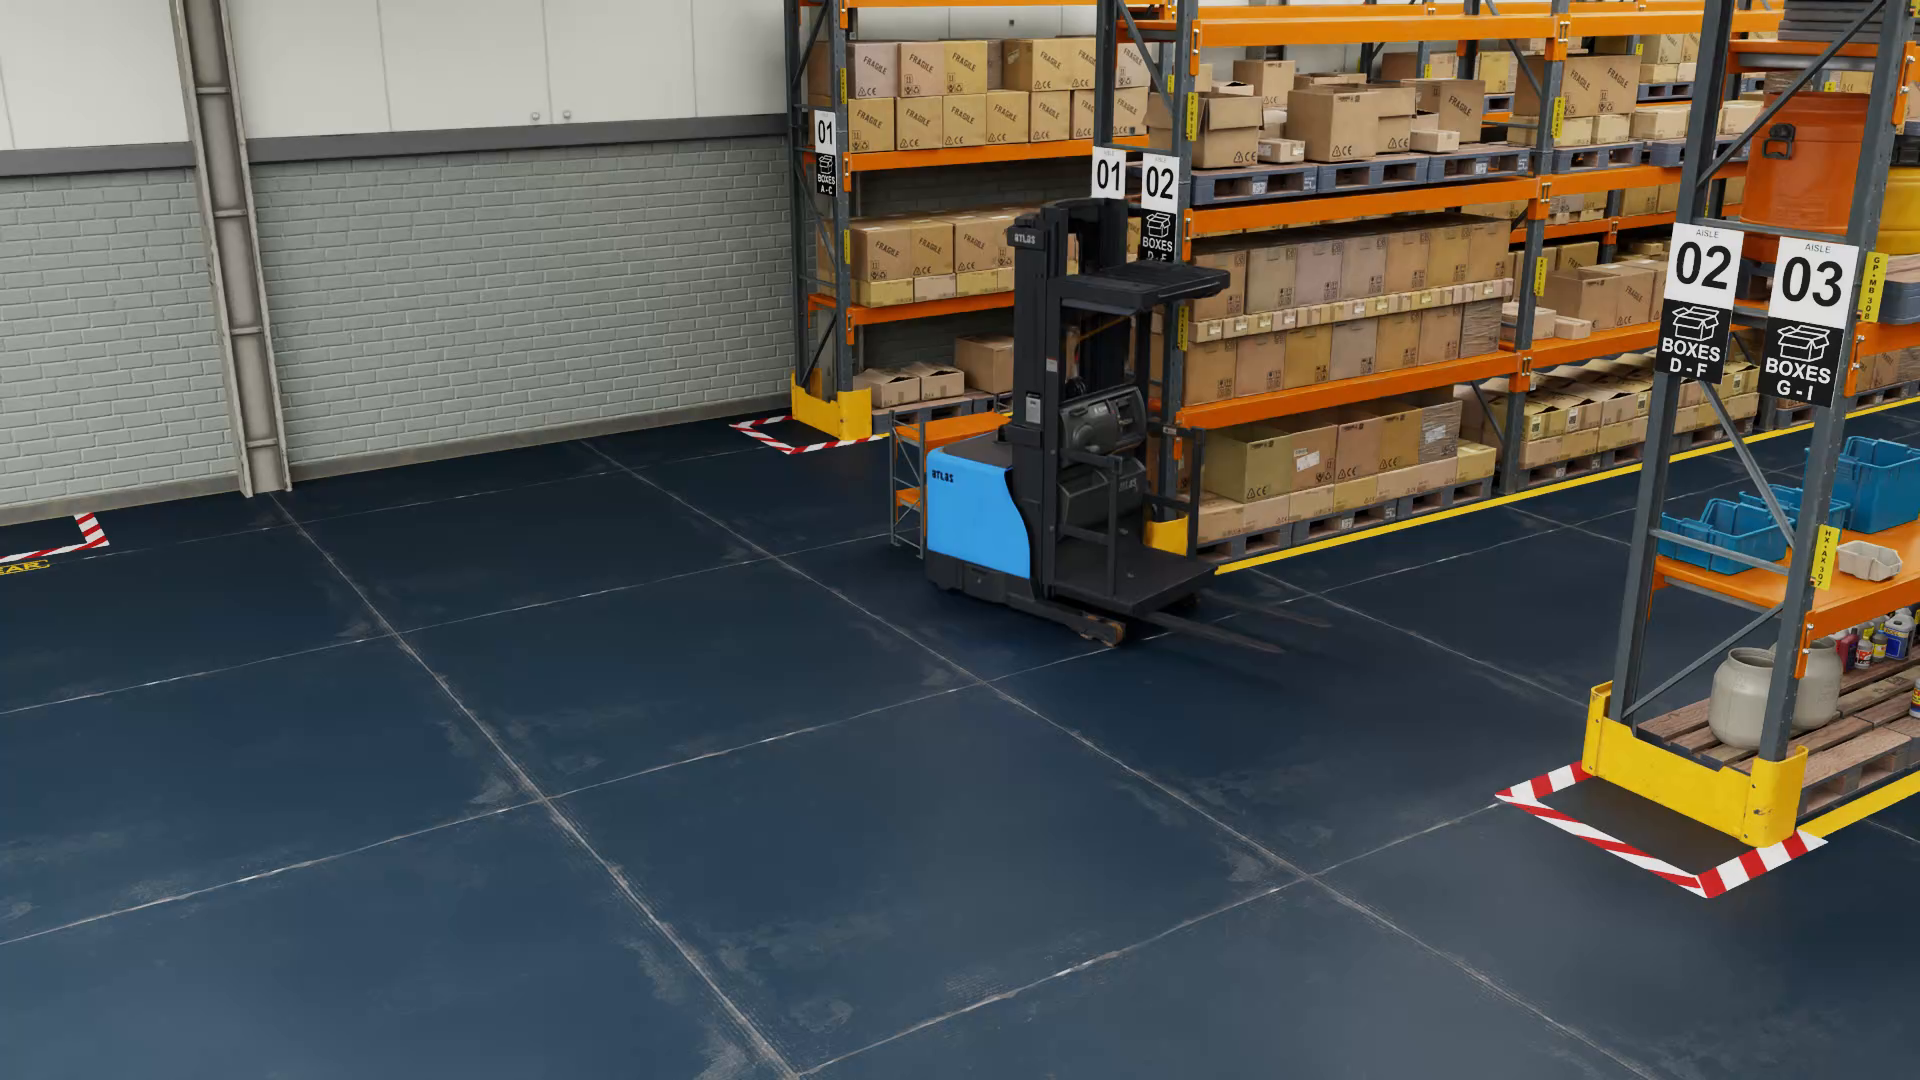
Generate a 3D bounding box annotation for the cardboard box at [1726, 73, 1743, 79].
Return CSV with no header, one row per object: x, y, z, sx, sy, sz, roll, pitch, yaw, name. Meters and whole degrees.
10.635,-6.608,23.347,0.500,0.250,0.500,-13,22,-33,cardboard box

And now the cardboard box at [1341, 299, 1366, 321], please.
3.062,-1.891,13.487,0.250,0.149,0.380,-12,22,-31,cardboard box

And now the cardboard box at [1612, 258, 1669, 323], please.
6.621,-2.411,16.037,0.500,0.500,0.500,-13,23,-34,cardboard box

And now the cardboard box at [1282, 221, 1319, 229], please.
3.870,-3.933,19.852,0.500,0.500,0.700,-12,22,-31,cardboard box

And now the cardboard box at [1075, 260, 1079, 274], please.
1.295,-2.972,18.055,0.500,0.250,0.500,-12,22,-31,cardboard box

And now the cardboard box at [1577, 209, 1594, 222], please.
8.302,-4.397,22.428,0.250,0.149,0.380,-11,22,-30,cardboard box

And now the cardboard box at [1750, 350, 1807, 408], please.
8.550,-1.692,17.281,0.500,0.500,0.500,-11,22,-29,cardboard box

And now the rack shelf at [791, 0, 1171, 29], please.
0.274,-5.431,16.886,4.000,0.370,1.077,-12,22,-31,rack shelf

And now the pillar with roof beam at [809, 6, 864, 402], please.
1.081,-4.624,13.372,0.400,9.000,9.100,-12,22,-31,pillar with roof beam

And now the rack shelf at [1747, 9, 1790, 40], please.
9.683,-5.328,17.201,4.000,0.370,1.077,-12,22,-31,rack shelf

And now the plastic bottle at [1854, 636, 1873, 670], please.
5.771,0.716,10.626,0.097,0.201,0.097,0,19,0,plastic bottle

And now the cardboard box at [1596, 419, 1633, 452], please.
6.004,-1.042,15.781,0.500,0.250,0.500,-13,22,-33,cardboard box

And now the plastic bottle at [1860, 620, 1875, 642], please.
5.823,0.585,10.780,0.185,0.351,0.144,-11,22,-29,plastic bottle

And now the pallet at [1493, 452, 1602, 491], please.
5.266,-0.778,15.718,1.213,0.211,1.003,-12,22,-31,pallet

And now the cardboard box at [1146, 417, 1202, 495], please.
1.616,-0.680,13.540,0.500,0.500,0.500,-12,22,-31,cardboard box

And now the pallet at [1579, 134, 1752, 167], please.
6.563,-3.654,15.481,1.213,0.211,1.003,-11,21,-29,pallet

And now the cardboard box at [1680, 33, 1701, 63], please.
9.802,-6.787,22.704,0.500,0.500,0.500,-12,22,-33,cardboard box

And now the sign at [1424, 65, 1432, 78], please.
5.582,-5.508,19.864,0.005,0.325,0.100,-12,22,-31,sign

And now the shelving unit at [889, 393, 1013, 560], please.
0.006,-0.534,13.568,1.048,1.125,0.538,-12,22,-31,shelving unit

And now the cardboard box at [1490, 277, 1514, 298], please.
4.563,-2.209,14.425,0.250,0.149,0.380,-12,22,-31,cardboard box

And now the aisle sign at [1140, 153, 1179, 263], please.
1.445,-2.393,12.079,0.004,0.787,0.394,-12,22,-31,aisle sign

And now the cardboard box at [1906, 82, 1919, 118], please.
9.780,-4.778,17.543,0.600,0.600,0.600,-13,23,-34,cardboard box

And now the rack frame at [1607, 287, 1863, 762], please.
4.053,0.071,8.851,0.127,3.000,1.000,-12,22,-31,rack frame

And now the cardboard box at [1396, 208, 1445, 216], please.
5.832,-4.203,20.841,0.500,0.500,0.500,-11,22,-30,cardboard box

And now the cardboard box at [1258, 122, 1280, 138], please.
2.148,-3.143,13.035,0.500,0.250,0.500,-12,22,-31,cardboard box

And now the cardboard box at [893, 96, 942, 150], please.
-0.511,-4.134,16.418,0.500,0.500,0.500,-10,21,-28,cardboard box

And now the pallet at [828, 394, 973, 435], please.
-0.635,-1.405,17.571,1.213,0.211,1.003,-12,22,-31,pallet

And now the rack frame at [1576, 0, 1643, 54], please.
8.626,-7.535,21.981,0.127,3.000,1.000,-12,22,-31,rack frame

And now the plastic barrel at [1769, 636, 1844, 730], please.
4.979,0.826,9.847,0.421,0.512,0.421,0,19,0,plastic barrel

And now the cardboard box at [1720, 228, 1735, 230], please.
11.432,-4.645,25.034,0.250,0.149,0.380,-12,22,-31,cardboard box

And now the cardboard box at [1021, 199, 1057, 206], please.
1.003,-3.460,18.328,0.500,0.500,0.500,-12,22,-32,cardboard box

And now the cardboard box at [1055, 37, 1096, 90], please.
1.221,-4.974,17.343,0.500,0.500,0.500,-11,21,-28,cardboard box

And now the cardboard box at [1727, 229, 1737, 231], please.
11.430,-4.498,24.600,0.250,0.149,0.380,-12,22,-32,cardboard box

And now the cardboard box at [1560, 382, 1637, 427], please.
6.007,-1.306,15.685,0.500,0.311,0.500,-13,22,-33,cardboard box

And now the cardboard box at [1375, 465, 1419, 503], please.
3.573,-0.538,14.290,0.500,0.250,0.500,-12,22,-31,cardboard box

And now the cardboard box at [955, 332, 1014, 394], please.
0.348,-1.917,17.948,0.500,0.500,0.700,-14,23,-35,cardboard box

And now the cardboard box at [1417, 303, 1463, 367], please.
3.868,-1.832,14.324,0.500,0.500,0.700,-12,22,-32,cardboard box

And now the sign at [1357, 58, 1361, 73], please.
4.987,-5.841,20.725,0.005,0.325,0.100,-12,22,-31,sign

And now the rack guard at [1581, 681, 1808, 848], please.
4.090,1.229,9.328,0.348,0.500,1.175,-12,22,-31,rack guard

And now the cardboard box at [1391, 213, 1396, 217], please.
5.535,-4.340,21.245,0.500,0.500,0.500,-12,22,-31,cardboard box

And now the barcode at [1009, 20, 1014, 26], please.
0.547,-5.475,17.605,0.075,0.075,0.001,-12,22,-31,barcode

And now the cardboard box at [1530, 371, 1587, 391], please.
5.702,-1.450,16.111,0.500,0.311,0.500,-12,22,-32,cardboard box

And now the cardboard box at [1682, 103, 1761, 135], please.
7.237,-4.020,15.848,0.500,0.250,0.500,-11,22,-30,cardboard box

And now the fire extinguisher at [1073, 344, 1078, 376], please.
0.977,-1.321,13.090,0.183,0.674,0.296,-12,22,-31,fire extinguisher

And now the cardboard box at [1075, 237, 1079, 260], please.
1.306,-3.322,17.919,0.500,0.500,0.500,-12,22,-32,cardboard box

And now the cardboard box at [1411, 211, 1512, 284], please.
4.305,-2.541,14.396,0.500,0.500,0.700,-12,22,-31,cardboard box

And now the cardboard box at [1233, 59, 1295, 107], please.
3.475,-5.243,19.074,0.500,0.500,0.500,-13,23,-33,cardboard box

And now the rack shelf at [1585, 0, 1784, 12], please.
10.296,-7.357,23.202,4.000,0.370,1.077,-12,22,-31,rack shelf

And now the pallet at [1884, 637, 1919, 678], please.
6.810,0.795,11.065,1.213,0.211,1.003,-12,22,-31,pallet

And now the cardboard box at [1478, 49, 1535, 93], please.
6.948,-6.057,21.452,0.500,0.500,0.700,-12,22,-31,cardboard box

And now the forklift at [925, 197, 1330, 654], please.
1.174,-0.840,11.654,3.031,2.935,1.130,16,24,39,forklift
